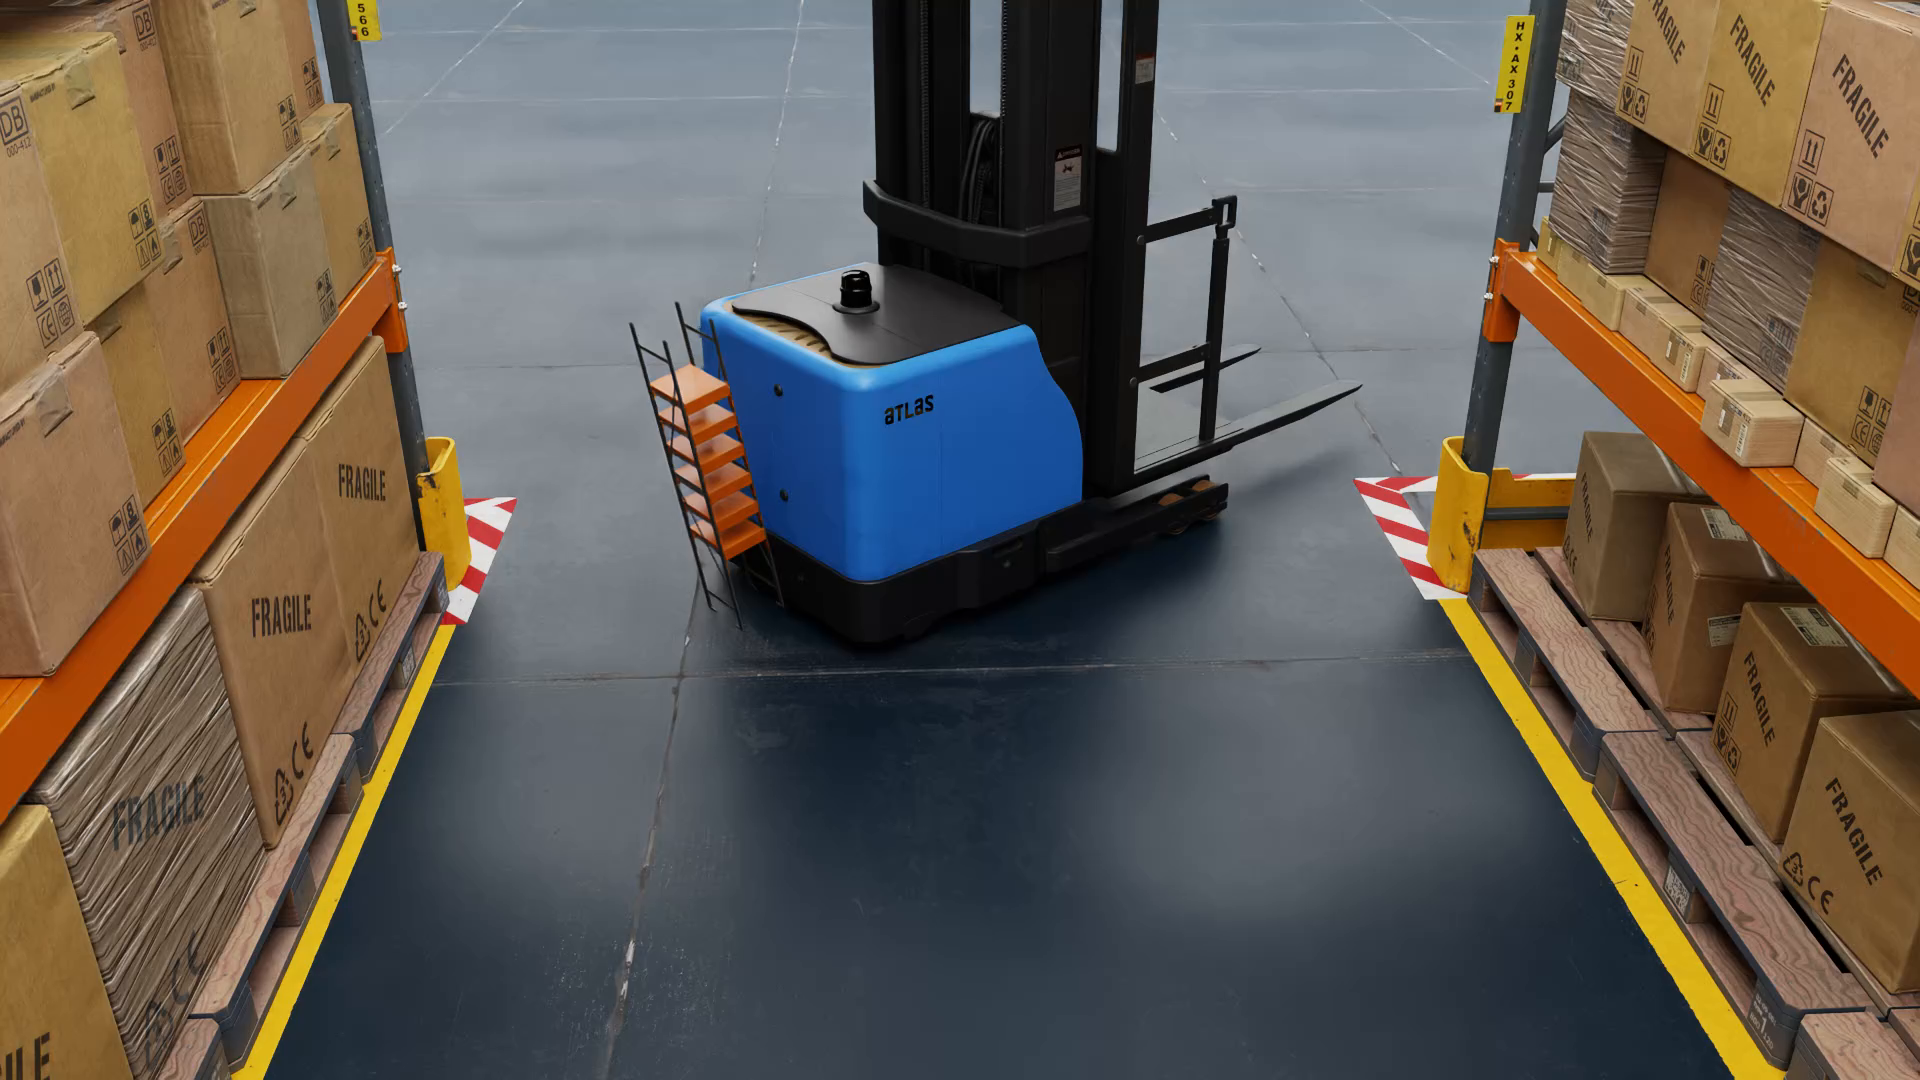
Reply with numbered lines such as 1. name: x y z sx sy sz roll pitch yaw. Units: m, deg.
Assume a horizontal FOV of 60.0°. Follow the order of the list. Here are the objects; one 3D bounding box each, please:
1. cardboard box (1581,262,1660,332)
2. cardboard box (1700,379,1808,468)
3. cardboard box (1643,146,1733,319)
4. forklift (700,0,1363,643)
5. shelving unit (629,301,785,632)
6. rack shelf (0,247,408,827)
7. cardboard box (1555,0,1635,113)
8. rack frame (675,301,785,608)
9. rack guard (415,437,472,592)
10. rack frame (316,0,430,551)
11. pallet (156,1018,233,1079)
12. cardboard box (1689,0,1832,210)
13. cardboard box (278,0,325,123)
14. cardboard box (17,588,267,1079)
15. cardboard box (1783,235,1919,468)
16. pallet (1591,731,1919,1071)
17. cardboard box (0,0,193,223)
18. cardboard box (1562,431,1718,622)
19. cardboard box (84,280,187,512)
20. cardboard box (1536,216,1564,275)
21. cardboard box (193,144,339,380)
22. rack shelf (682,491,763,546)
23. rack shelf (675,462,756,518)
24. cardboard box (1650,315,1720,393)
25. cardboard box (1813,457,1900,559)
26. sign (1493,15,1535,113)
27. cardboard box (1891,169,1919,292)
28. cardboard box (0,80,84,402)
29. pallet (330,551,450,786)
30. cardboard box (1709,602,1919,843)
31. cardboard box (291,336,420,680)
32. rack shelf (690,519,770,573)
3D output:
1. cardboard box: 2.209 -0.775 5.263 0.380 0.149 0.250 -1 28 -3
2. cardboard box: 2.198 -0.311 4.375 0.380 0.149 0.250 -1 28 -3
3. cardboard box: 2.587 -0.949 4.895 0.875 0.500 0.500 -1 28 -3
4. forklift: 0.482 -1.488 6.433 3.031 2.935 1.130 -21 34 -35
5. shelving unit: -0.884 -0.240 5.895 0.189 1.200 0.258 -31 39 -28
6. rack shelf: -2.414 0.061 4.168 1.077 0.370 4.000 -1 28 -3
7. cardboard box: 2.197 -1.614 5.090 0.500 0.500 0.500 -1 28 -3
8. rack frame: -0.814 -0.281 5.938 0.006 1.200 0.240 -31 39 -28
9. rack guard: -2.520 -0.085 6.372 1.175 0.500 0.348 -1 28 -3
10. rack frame: -2.518 -1.182 5.773 1.000 3.000 0.127 -1 28 -3
11. pallet: -2.271 1.549 3.553 1.003 0.211 1.213 -1 28 -3
12. cardboard box: 2.243 -1.152 4.204 0.500 0.500 0.500 -1 28 -3
13. cardboard box: -2.538 -1.555 5.158 0.875 0.550 0.550 -1 28 -3
14. cardboard box: -2.323 0.713 3.983 0.875 0.875 0.875 -1 28 -2
15. cardboard box: 2.585 -0.486 4.007 0.875 0.500 0.500 -1 28 -3
16. pallet: 2.512 0.954 4.692 1.003 0.211 1.213 -1 28 -3
17. cardboard box: -2.523 -1.041 4.173 0.875 0.550 0.550 -1 28 -3
18. cardboard box: 2.456 -0.044 5.840 0.500 0.500 0.500 4 28 7
19. cardboard box: -2.430 -0.319 3.956 0.875 0.550 0.500 -1 28 -3
20. cardboard box: 2.217 -1.006 5.707 0.380 0.149 0.250 -1 28 -3
21. cardboard box: -2.403 -0.825 4.926 0.875 0.550 0.550 -1 28 -3
22. rack shelf: -0.861 -0.105 5.987 0.180 0.103 0.258 -31 39 -28
23. rack shelf: -0.878 -0.204 5.920 0.180 0.103 0.258 -31 39 -28
24. cardboard box: 2.249 -0.544 4.821 0.380 0.149 0.250 -1 28 -3
25. cardboard box: 2.281 -0.082 3.935 0.380 0.149 0.250 -1 28 -3
26. sign: 1.898 -1.626 5.687 0.100 0.325 0.005 -1 28 -3
27. cardboard box: 2.298 -0.690 3.319 0.500 0.500 0.500 -1 28 -3
28. cardboard box: -2.330 -0.555 3.241 0.875 0.550 0.550 -1 28 -3
29. pallet: -2.398 0.422 5.713 1.003 0.211 1.213 -1 28 -3
30. cardboard box: 2.535 0.521 4.757 0.500 0.500 0.500 1 28 2
31. cardboard box: -2.417 -0.115 5.569 0.875 0.875 0.875 -1 28 -2
32. rack shelf: -0.844 -0.007 6.053 0.180 0.103 0.258 -31 39 -28
